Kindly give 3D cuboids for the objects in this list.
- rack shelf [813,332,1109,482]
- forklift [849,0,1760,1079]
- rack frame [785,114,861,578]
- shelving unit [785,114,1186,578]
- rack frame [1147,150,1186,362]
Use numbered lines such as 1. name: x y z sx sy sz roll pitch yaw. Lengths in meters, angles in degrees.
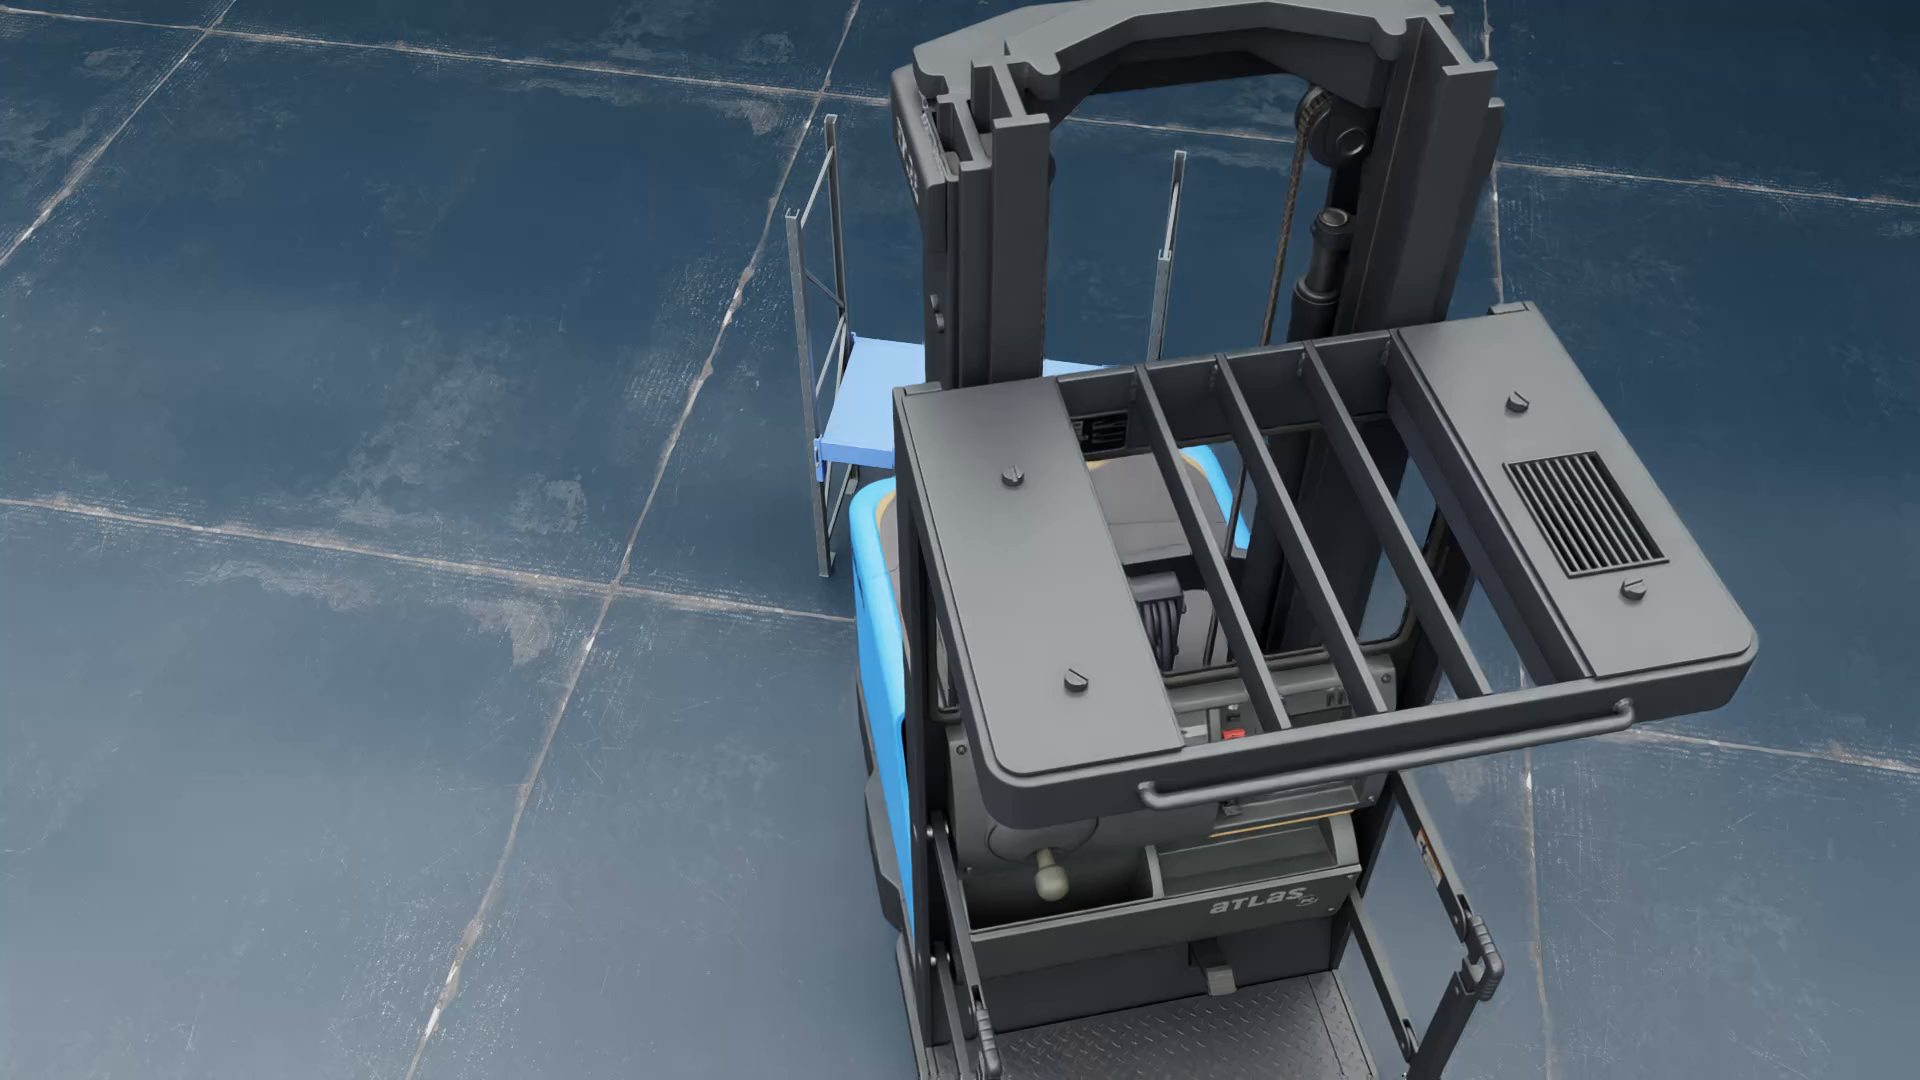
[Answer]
1. rack shelf: 0.084 -0.370 5.316 1.000 0.185 0.538 8 49 7
2. forklift: 0.484 0.589 3.250 1.130 2.935 3.031 -9 49 -8
3. rack frame: -0.416 -0.557 5.242 0.032 1.500 0.500 8 49 7
4. shelving unit: 0.084 -0.490 5.182 1.048 1.500 0.538 8 49 7
5. rack frame: 0.584 -0.423 5.122 0.032 1.500 0.500 8 49 7
